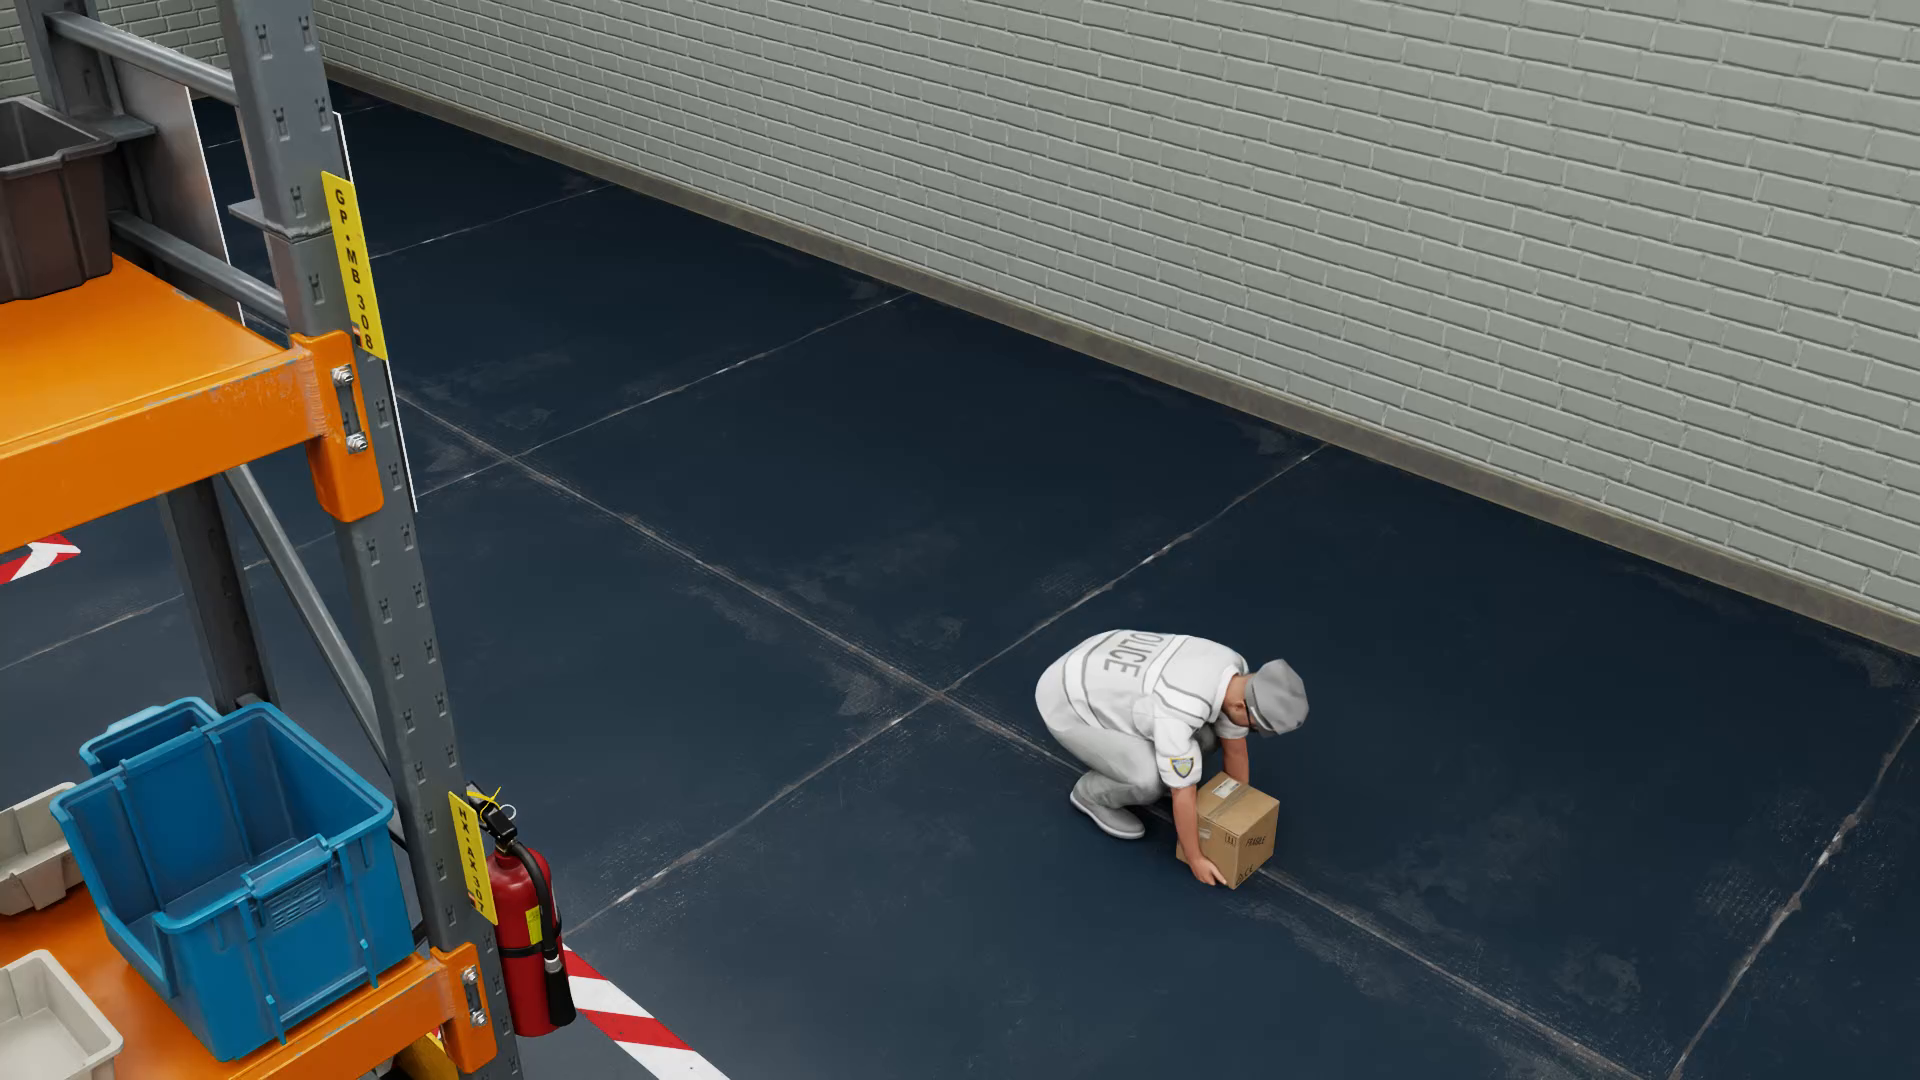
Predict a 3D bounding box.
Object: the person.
[{"bbox_3d":[0.741,0.706,5.939,0.990,0.903,0.536,25,39,35],"label":"person"}]
